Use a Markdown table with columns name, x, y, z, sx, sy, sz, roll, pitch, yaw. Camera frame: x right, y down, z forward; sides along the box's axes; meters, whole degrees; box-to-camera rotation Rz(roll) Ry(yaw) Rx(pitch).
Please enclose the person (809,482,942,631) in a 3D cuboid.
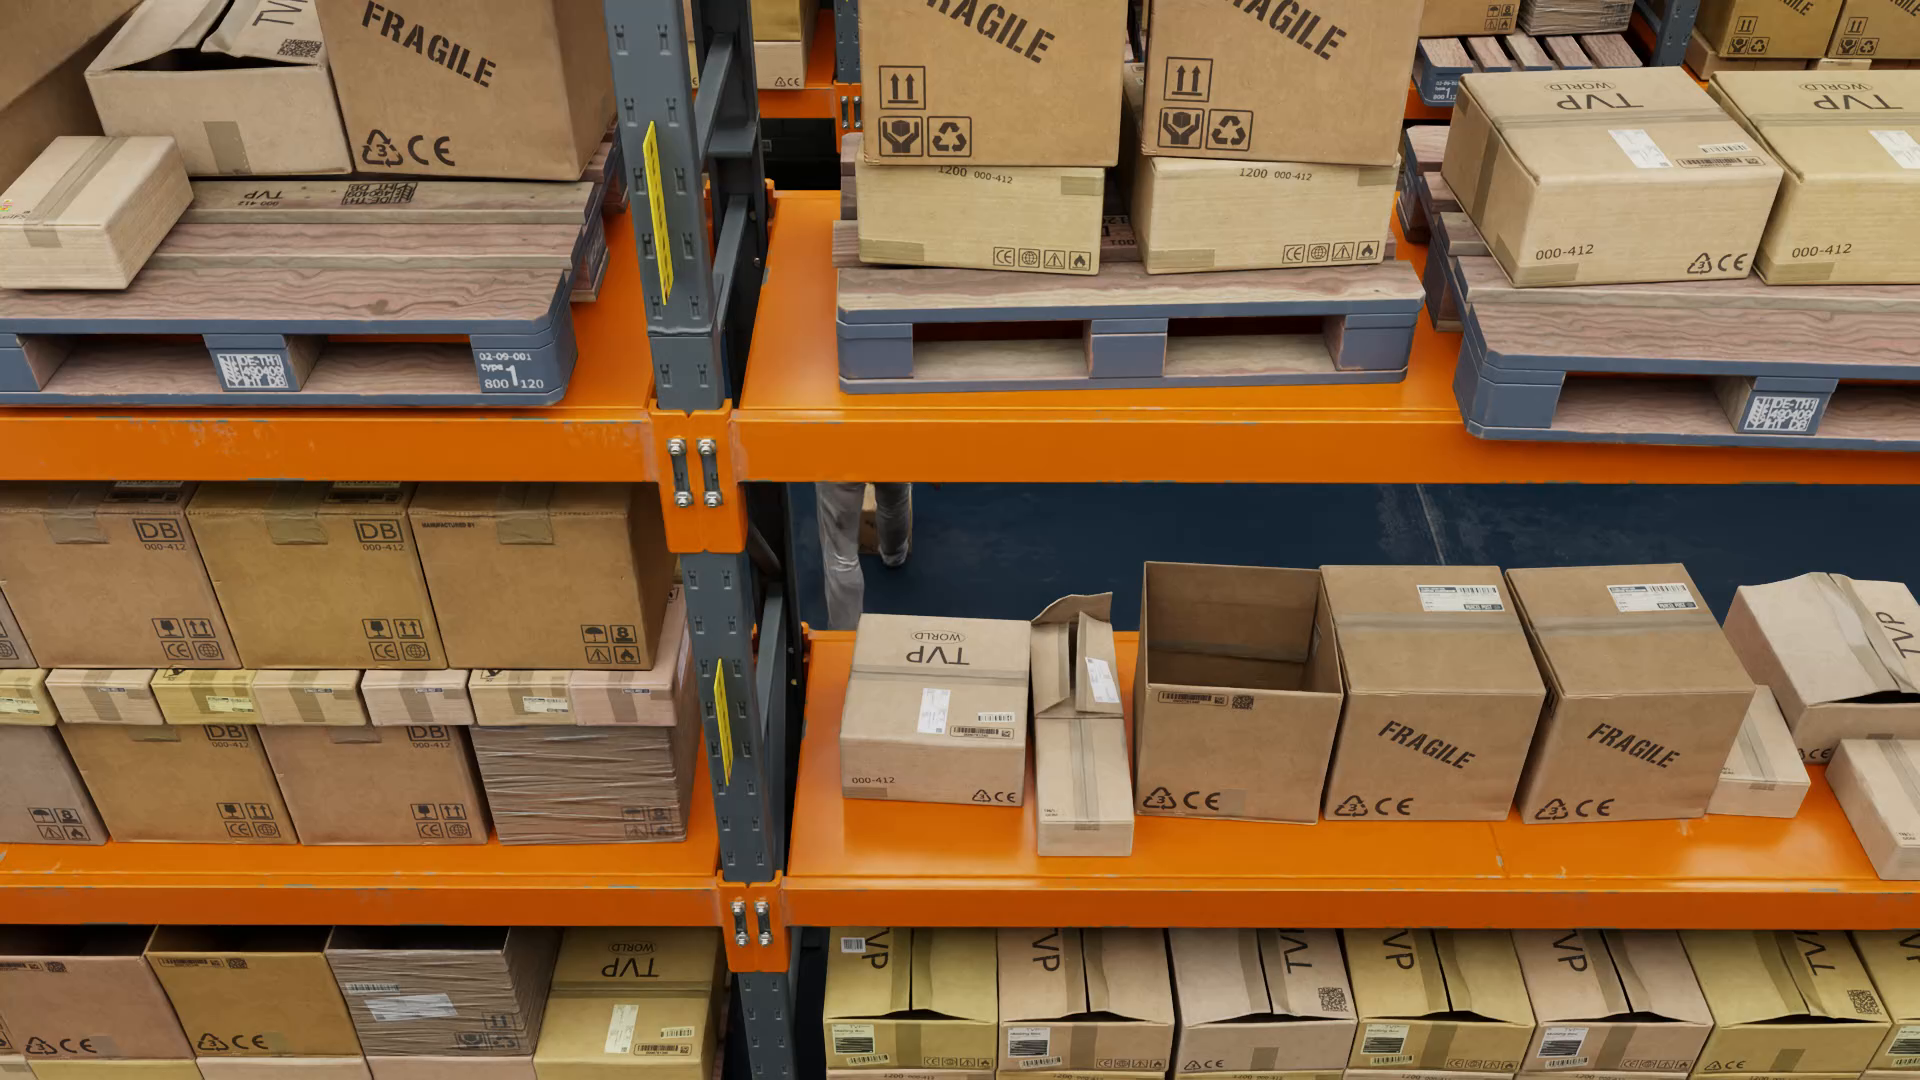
| name | x | y | z | sx | sy | sz | roll | pitch | yaw |
| --- | --- | --- | --- | --- | --- | --- | --- | --- | --- |
| person | -0.420 | -0.403 | 6.642 | 0.659 | 1.737 | 0.918 | -10 | 40 | -12 |
